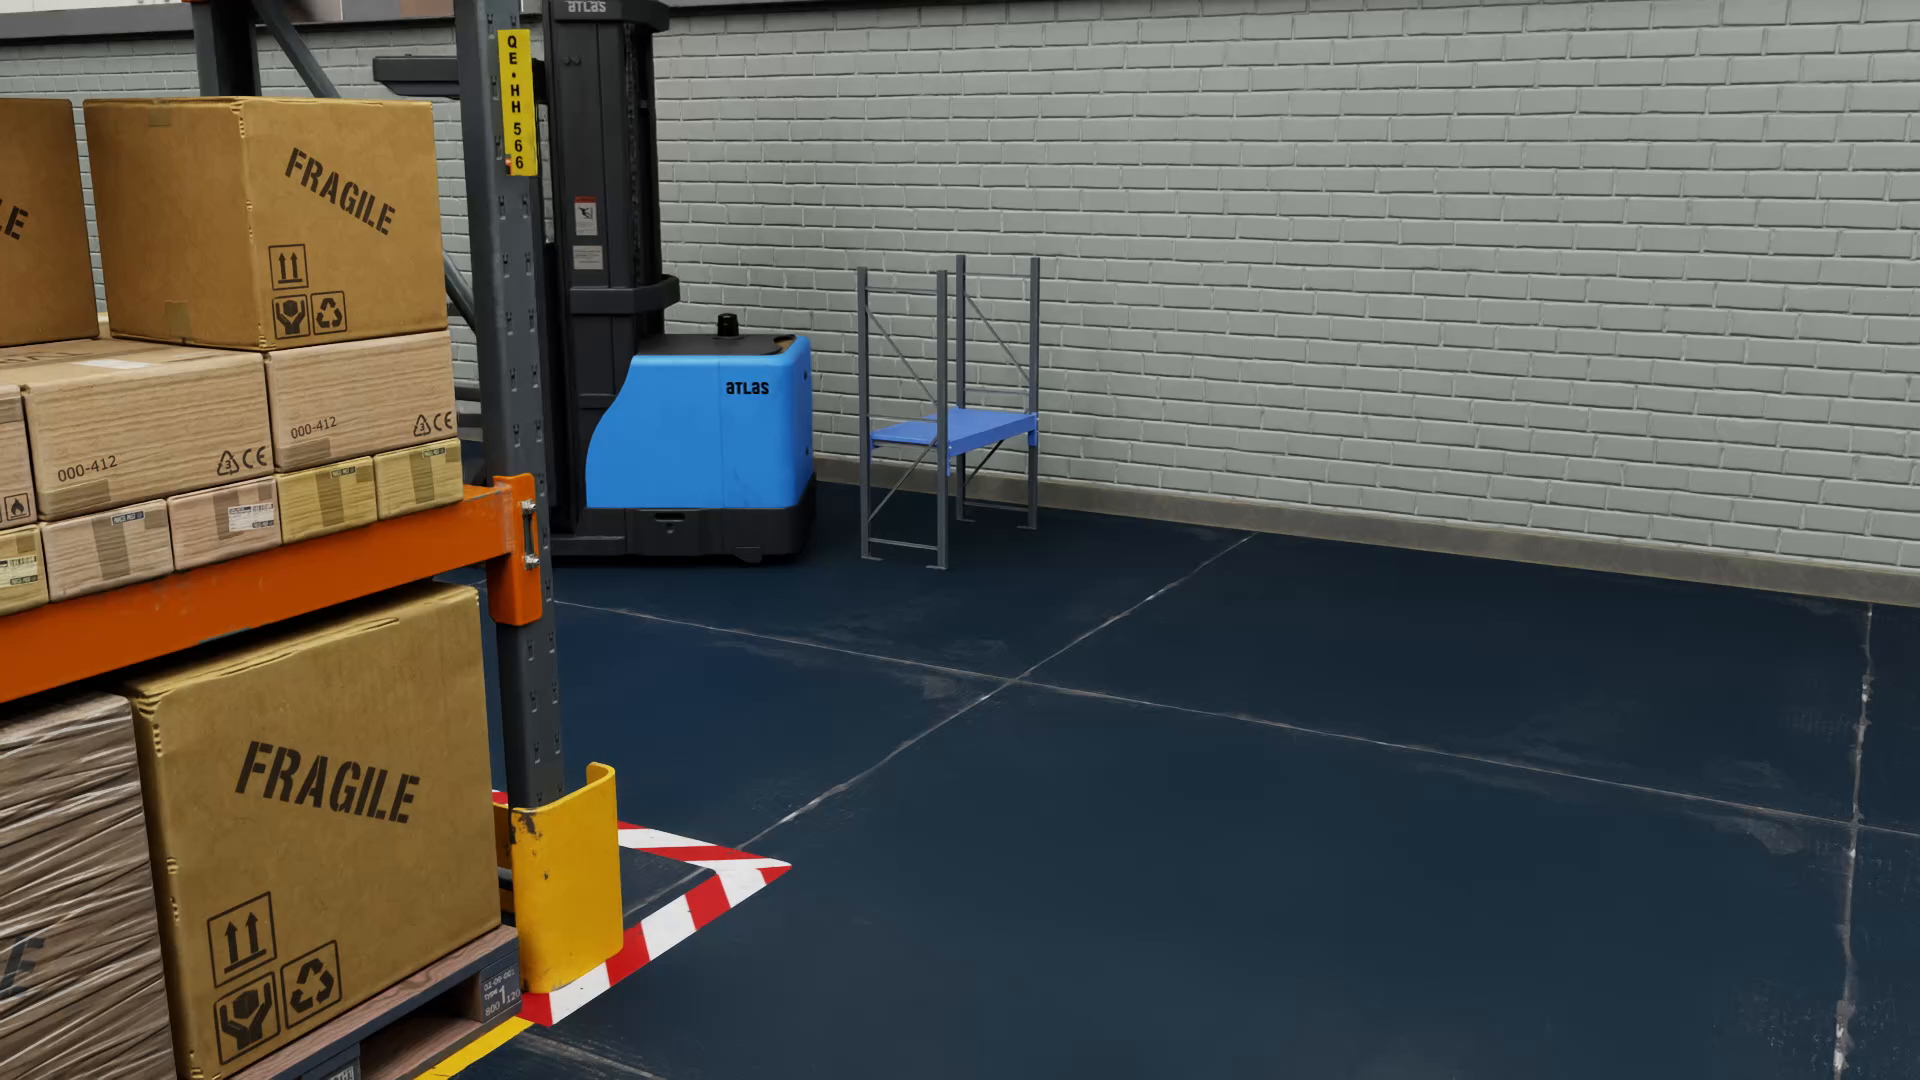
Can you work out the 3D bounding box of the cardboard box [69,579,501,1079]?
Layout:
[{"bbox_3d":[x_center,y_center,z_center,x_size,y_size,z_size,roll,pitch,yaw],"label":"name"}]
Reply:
[{"bbox_3d":[-1.729,0.576,3.880,0.875,0.875,0.875,7,15,28],"label":"cardboard box"}]

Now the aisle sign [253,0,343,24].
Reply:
[{"bbox_3d":[-1.718,-1.705,4.160,0.394,0.787,0.004,7,15,28],"label":"aisle sign"}]

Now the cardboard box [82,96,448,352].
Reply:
[{"bbox_3d":[-1.495,-0.699,3.619,0.500,0.500,0.500,8,16,29],"label":"cardboard box"}]

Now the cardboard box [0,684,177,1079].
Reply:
[{"bbox_3d":[-2.169,0.763,3.105,0.875,0.875,0.875,7,15,28],"label":"cardboard box"}]

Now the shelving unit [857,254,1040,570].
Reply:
[{"bbox_3d":[-0.041,-0.712,8.785,0.538,1.500,1.048,7,15,28],"label":"shelving unit"}]

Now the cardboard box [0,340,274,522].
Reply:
[{"bbox_3d":[-1.738,-0.231,3.277,0.500,0.250,0.500,7,15,27],"label":"cardboard box"}]

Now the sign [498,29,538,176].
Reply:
[{"bbox_3d":[-1.022,-1.006,3.832,0.100,0.325,0.005,7,15,28],"label":"sign"}]

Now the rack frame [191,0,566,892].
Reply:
[{"bbox_3d":[-1.490,-0.393,4.262,1.000,3.000,0.127,7,15,28],"label":"rack frame"}]

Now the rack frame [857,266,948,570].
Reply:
[{"bbox_3d":[-0.287,-0.607,8.353,0.500,1.500,0.032,7,15,28],"label":"rack frame"}]

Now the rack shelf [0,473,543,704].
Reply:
[{"bbox_3d":[-2.457,0.367,2.645,1.077,0.370,4.000,7,15,28],"label":"rack shelf"}]

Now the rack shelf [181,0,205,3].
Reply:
[{"bbox_3d":[-2.457,-1.091,2.293,1.077,0.370,4.000,7,15,28],"label":"rack shelf"}]

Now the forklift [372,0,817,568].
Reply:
[{"bbox_3d":[-2.326,-1.407,8.618,3.031,2.935,1.130,0,14,1],"label":"forklift"}]

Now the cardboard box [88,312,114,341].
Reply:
[{"bbox_3d":[-1.958,-0.397,3.963,0.500,0.250,0.500,7,15,27],"label":"cardboard box"}]

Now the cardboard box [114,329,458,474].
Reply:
[{"bbox_3d":[-1.492,-0.335,3.708,0.500,0.250,0.500,7,15,27],"label":"cardboard box"}]

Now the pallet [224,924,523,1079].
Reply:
[{"bbox_3d":[-1.808,1.136,3.872,1.003,0.211,1.213,7,15,28],"label":"pallet"}]

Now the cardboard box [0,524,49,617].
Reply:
[{"bbox_3d":[-1.866,0.049,2.964,0.380,0.149,0.250,7,15,27],"label":"cardboard box"}]

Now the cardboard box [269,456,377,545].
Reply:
[{"bbox_3d":[-1.498,-0.107,3.612,0.380,0.149,0.250,8,15,29],"label":"cardboard box"}]

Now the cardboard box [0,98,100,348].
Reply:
[{"bbox_3d":[-2.200,-0.658,3.450,0.500,0.500,0.500,7,15,27],"label":"cardboard box"}]

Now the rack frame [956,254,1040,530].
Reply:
[{"bbox_3d":[0.205,-0.816,9.218,0.500,1.500,0.032,7,15,28],"label":"rack frame"}]

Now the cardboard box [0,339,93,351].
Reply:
[{"bbox_3d":[-2.204,-0.289,3.518,0.500,0.250,0.500,7,15,27],"label":"cardboard box"}]

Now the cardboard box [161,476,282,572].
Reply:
[{"bbox_3d":[-1.621,-0.055,3.398,0.380,0.149,0.250,7,15,28],"label":"cardboard box"}]

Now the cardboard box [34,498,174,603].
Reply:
[{"bbox_3d":[-1.742,-0.004,3.186,0.380,0.149,0.250,8,16,29],"label":"cardboard box"}]

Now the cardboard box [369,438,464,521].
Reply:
[{"bbox_3d":[-1.374,-0.160,3.834,0.380,0.149,0.250,8,16,29],"label":"cardboard box"}]

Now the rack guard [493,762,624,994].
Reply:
[{"bbox_3d":[-1.478,0.818,4.576,1.175,0.500,0.348,7,15,28],"label":"rack guard"}]

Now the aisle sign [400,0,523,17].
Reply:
[{"bbox_3d":[-1.192,-1.637,3.878,0.394,0.787,0.004,7,15,28],"label":"aisle sign"}]

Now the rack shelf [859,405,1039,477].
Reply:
[{"bbox_3d":[-0.041,-0.537,8.827,0.538,0.185,1.000,7,15,28],"label":"rack shelf"}]

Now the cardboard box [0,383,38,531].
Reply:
[{"bbox_3d":[-1.983,-0.126,2.843,0.500,0.250,0.500,7,15,26],"label":"cardboard box"}]
